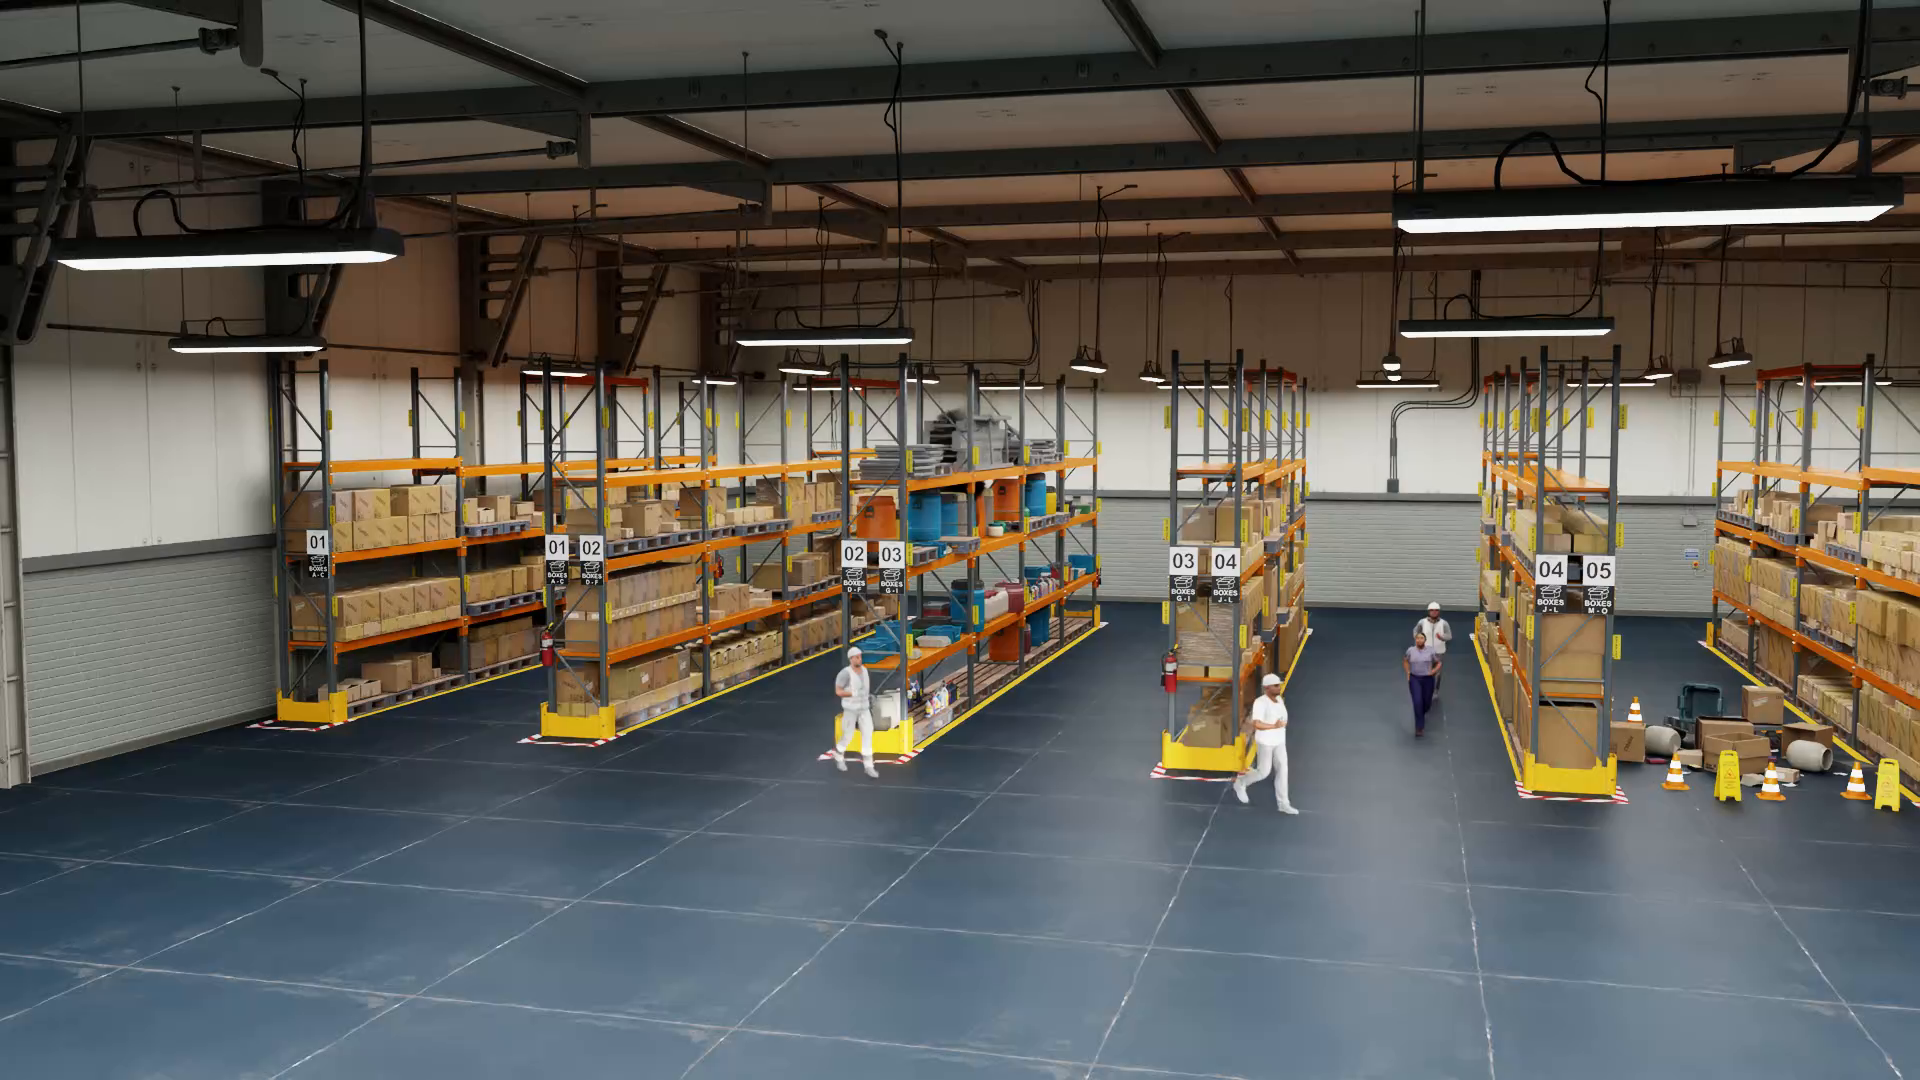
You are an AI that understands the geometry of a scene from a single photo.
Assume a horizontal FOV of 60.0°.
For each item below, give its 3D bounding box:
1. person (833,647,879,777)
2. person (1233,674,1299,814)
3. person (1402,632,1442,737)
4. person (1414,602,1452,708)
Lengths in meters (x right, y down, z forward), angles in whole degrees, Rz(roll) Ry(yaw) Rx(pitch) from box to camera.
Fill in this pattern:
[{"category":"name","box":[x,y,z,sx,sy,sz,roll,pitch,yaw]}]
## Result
[{"category":"person","box":[-1.461,2.392,23.364,0.673,1.784,0.905,-3,5,-38]},{"category":"person","box":[3.926,2.574,21.208,0.702,1.747,0.953,-4,6,-43]},{"category":"person","box":[7.391,2.288,26.620,0.601,1.648,0.776,1,4,12]},{"category":"person","box":[8.327,2.002,29.289,0.633,1.822,0.825,1,4,10]}]
